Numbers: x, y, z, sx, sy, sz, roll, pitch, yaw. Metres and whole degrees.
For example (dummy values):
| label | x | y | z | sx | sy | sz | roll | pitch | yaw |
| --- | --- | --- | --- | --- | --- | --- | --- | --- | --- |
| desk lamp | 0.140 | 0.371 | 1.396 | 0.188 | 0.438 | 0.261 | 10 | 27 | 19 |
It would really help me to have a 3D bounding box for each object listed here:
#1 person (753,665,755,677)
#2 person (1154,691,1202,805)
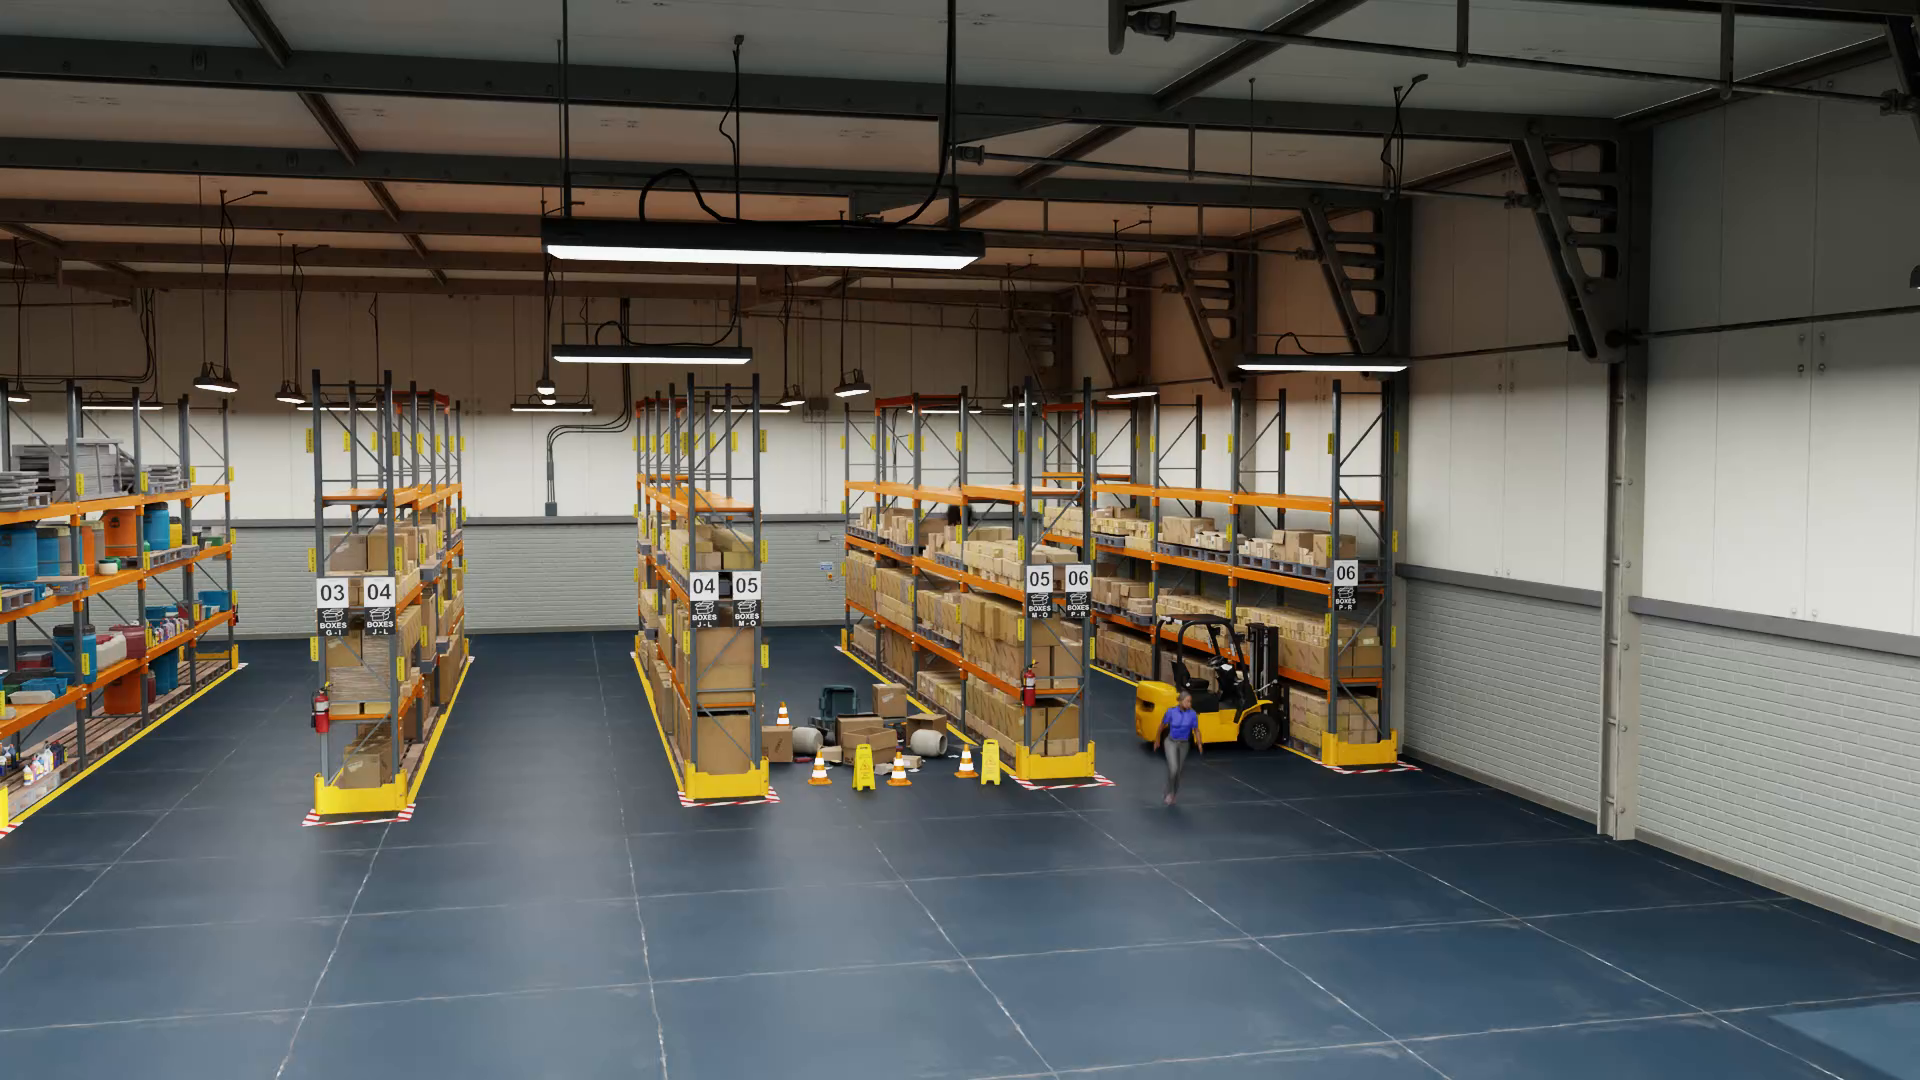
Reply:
| label | x | y | z | sx | sy | sz | roll | pitch | yaw |
| --- | --- | --- | --- | --- | --- | --- | --- | --- | --- |
| person | -4.531 | 2.191 | 35.582 | 0.753 | 1.488 | 0.945 | 1 | 3 | 9 |
| person | 3.029 | 2.862 | 23.014 | 0.548 | 1.601 | 0.751 | -1 | 3 | -17 |
